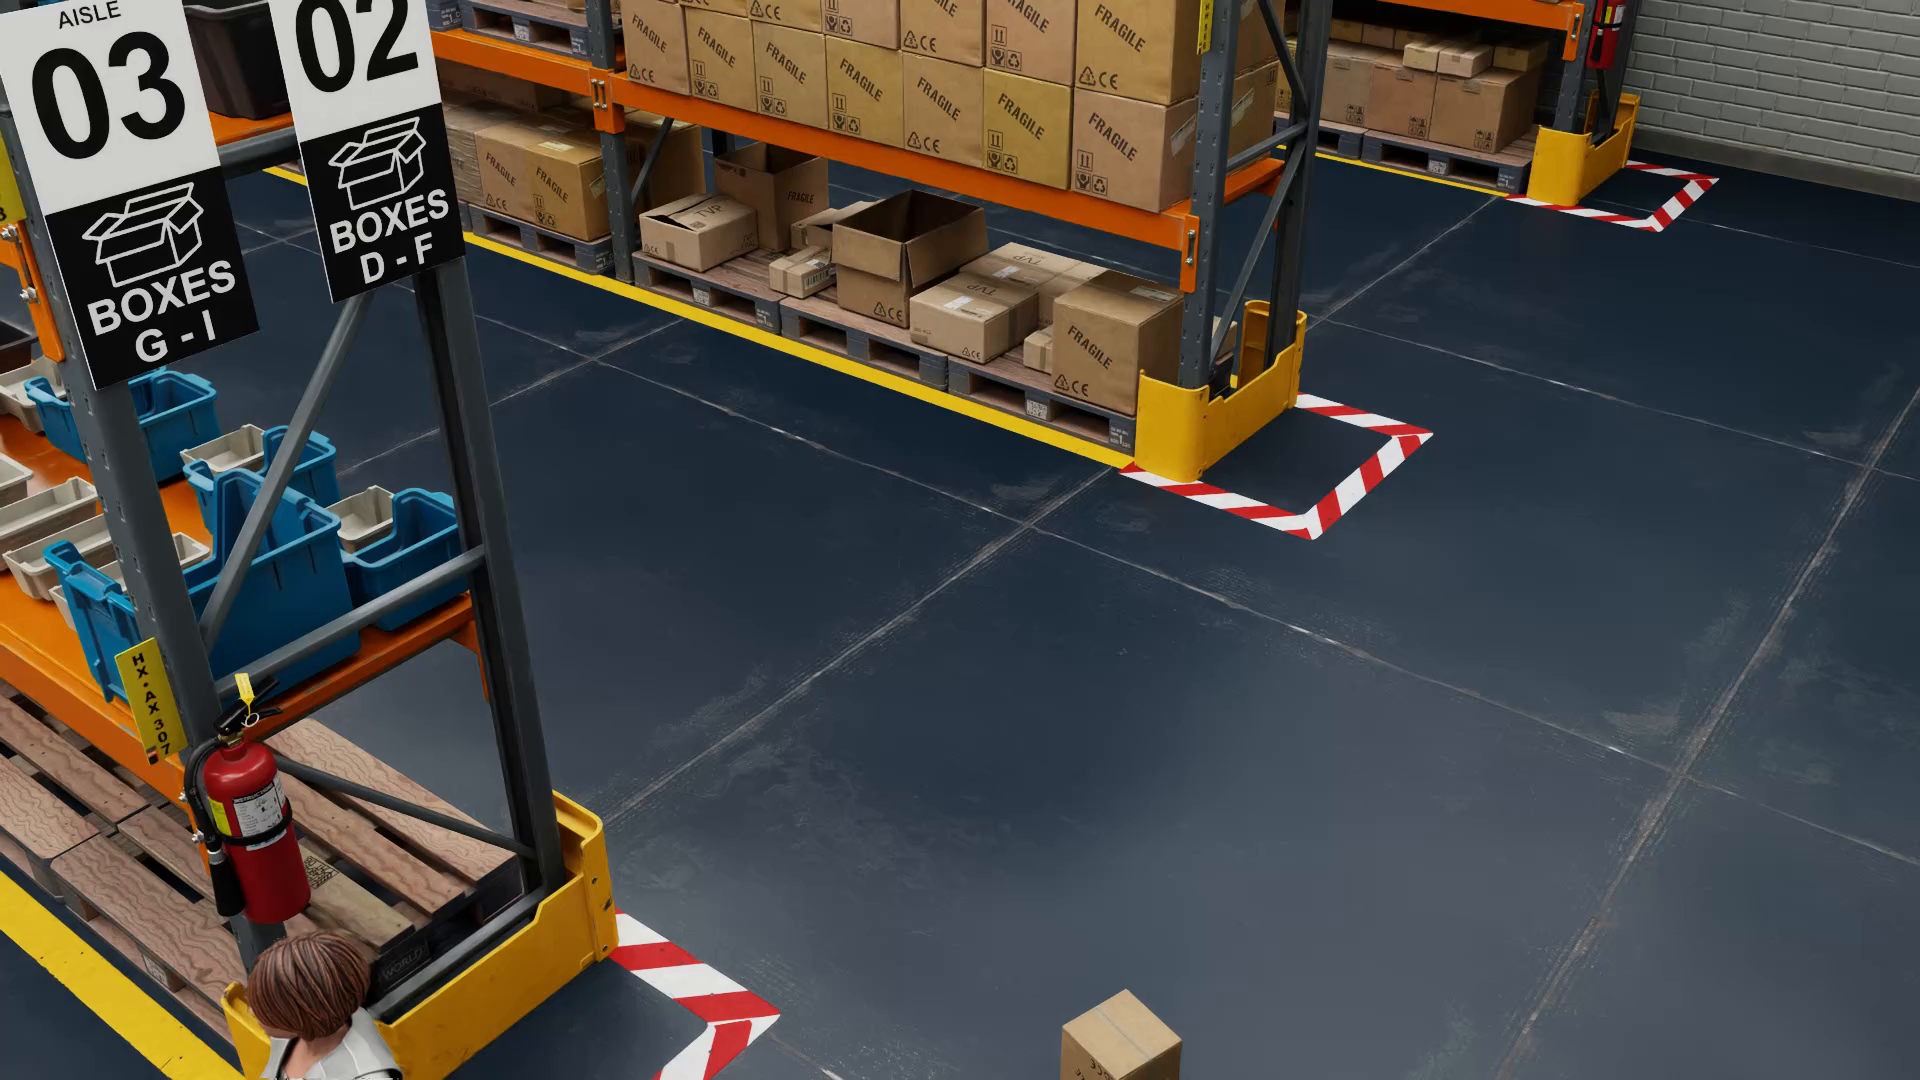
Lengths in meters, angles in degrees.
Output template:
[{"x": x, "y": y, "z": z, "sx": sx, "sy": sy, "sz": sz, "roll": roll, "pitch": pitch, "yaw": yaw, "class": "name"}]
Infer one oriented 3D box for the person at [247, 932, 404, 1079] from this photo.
[{"x": -1.333, "y": 1.503, "z": 3.646, "sx": 0.434, "sy": 1.587, "sz": 0.454, "roll": -21, "pitch": 37, "yaw": -31, "class": "person"}]
